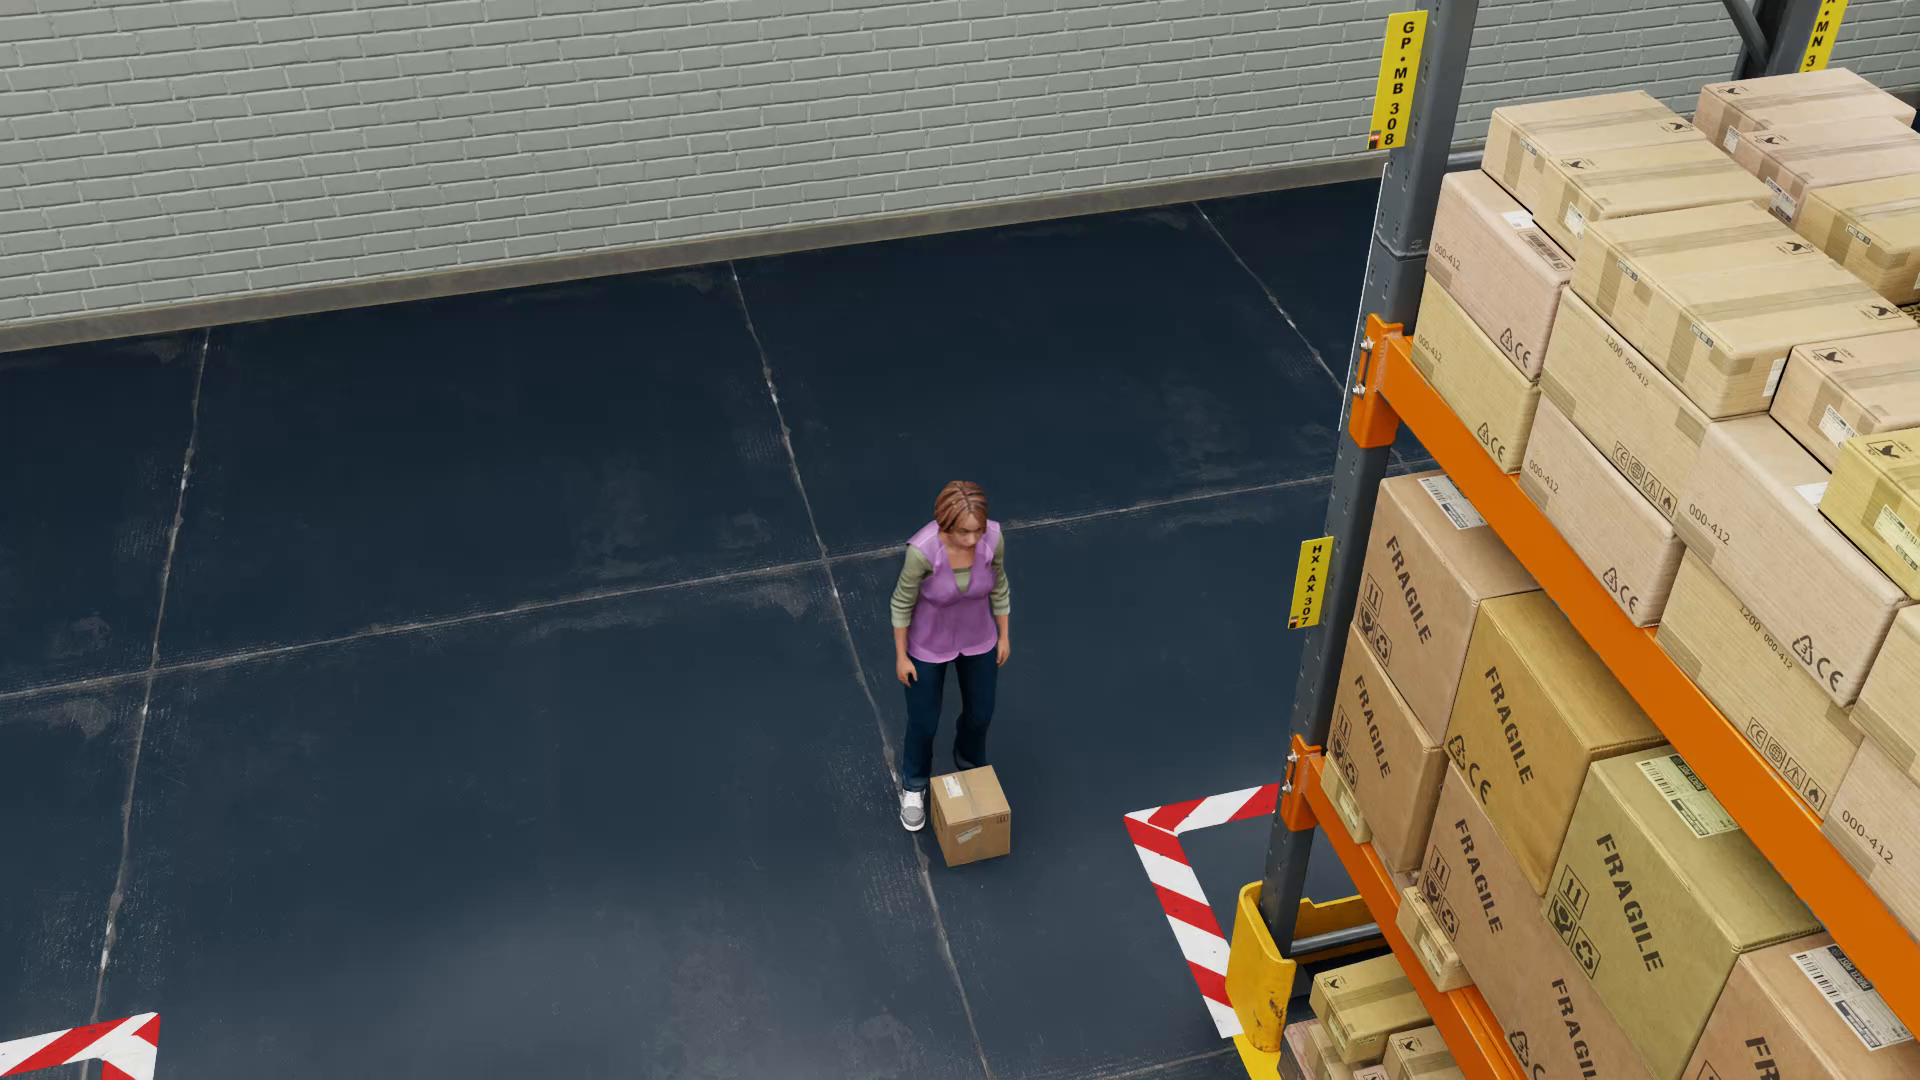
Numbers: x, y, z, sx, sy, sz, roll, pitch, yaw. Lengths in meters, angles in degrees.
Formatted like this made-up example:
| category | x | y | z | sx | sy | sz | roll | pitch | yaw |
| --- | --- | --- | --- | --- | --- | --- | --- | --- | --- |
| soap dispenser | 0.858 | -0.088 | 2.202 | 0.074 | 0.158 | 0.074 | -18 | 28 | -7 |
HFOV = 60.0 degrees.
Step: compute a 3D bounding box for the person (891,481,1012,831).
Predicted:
| category | x | y | z | sx | sy | sz | roll | pitch | yaw |
| --- | --- | --- | --- | --- | --- | --- | --- | --- | --- |
| person | -0.031 | 0.406 | 6.216 | 0.478 | 1.592 | 0.345 | -12 | 40 | -14 |
